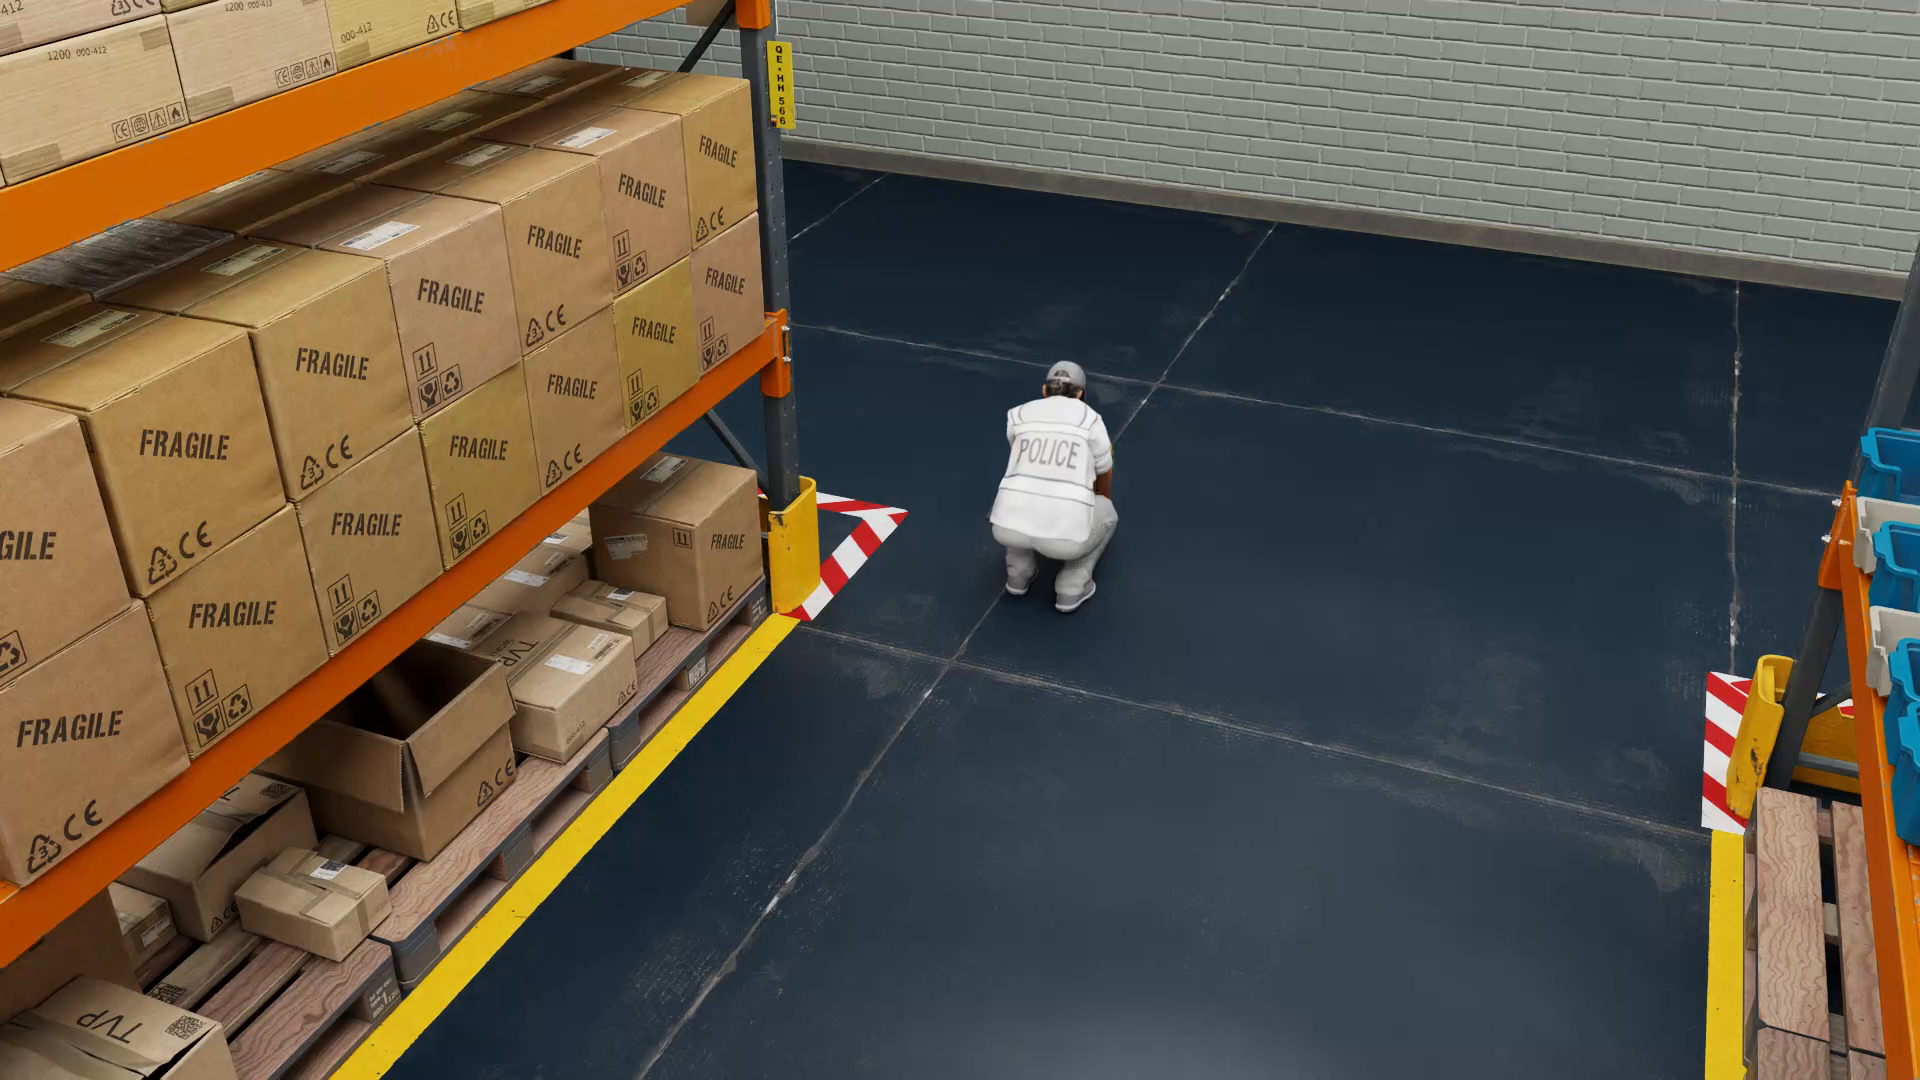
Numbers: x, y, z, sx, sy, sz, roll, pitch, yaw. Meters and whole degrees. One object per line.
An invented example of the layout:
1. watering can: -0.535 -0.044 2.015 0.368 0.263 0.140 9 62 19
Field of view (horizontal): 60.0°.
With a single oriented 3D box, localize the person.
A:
1. person: 0.422 -0.231 7.260 0.505 0.956 0.858 11 32 18
